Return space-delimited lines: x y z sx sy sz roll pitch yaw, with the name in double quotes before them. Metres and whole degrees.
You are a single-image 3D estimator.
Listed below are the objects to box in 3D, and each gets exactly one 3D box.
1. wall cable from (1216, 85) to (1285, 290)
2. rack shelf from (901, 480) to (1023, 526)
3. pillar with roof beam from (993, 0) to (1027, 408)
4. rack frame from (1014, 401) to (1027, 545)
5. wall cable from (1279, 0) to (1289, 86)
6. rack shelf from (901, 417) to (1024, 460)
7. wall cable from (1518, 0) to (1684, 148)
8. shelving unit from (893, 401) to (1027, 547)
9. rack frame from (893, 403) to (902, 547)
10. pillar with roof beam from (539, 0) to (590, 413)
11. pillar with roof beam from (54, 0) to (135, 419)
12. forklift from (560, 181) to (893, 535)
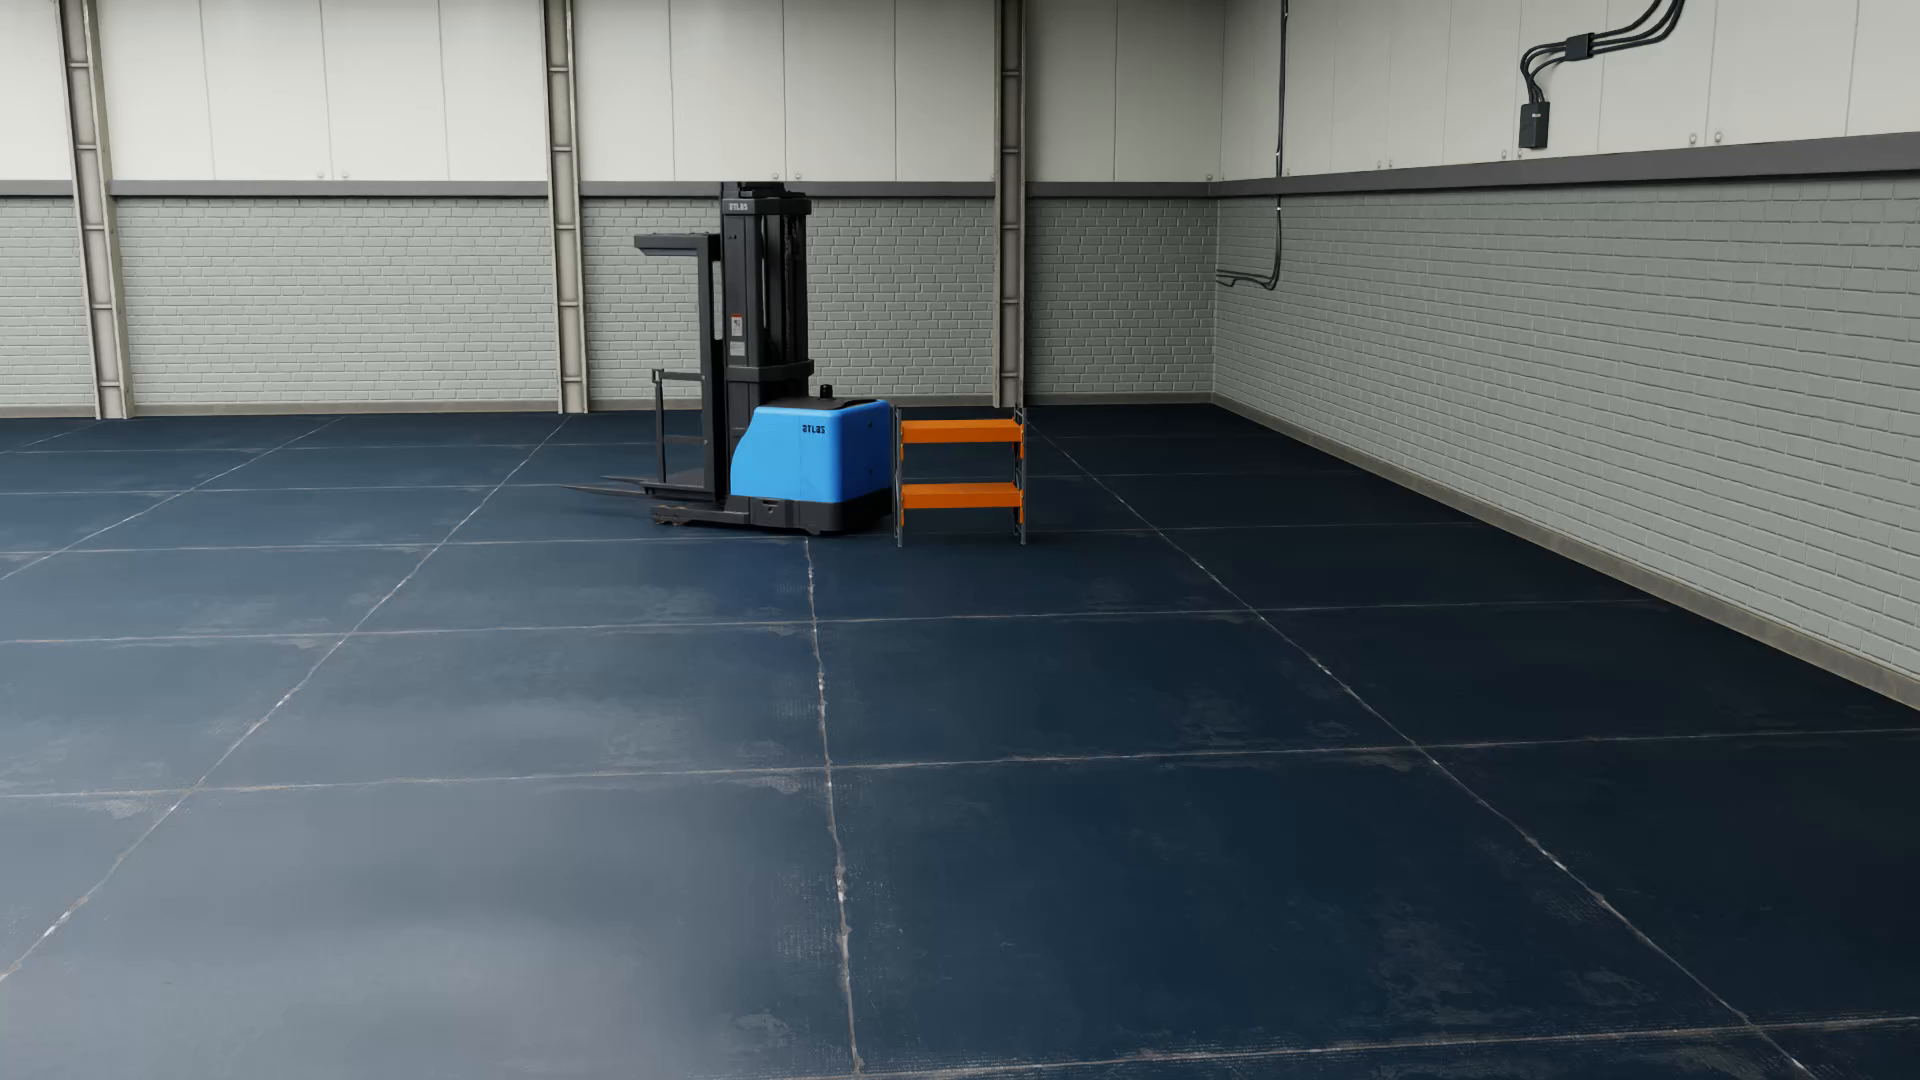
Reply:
"wall cable" 3.751 -4.581 21.894 0.112 2.526 3.097 -1 11 -6
"rack shelf" -0.007 -0.312 13.806 1.000 0.278 0.538 -1 11 -6
"pillar with roof beam" 1.144 -5.472 18.372 0.400 9.000 9.100 -1 11 -6
"rack frame" 0.499 -0.562 13.813 0.032 1.125 0.500 -1 11 -6
"wall cable" 4.043 -6.541 18.767 0.112 2.526 3.097 -1 11 -6
"rack shelf" -0.007 -0.839 13.702 1.000 0.278 0.538 -1 11 -6
"wall cable" 4.760 -5.953 12.004 0.169 6.003 2.305 -1 11 -6
"shelving unit" -0.007 -0.552 13.759 1.048 1.125 0.538 -1 11 -6
"rack frame" -0.512 -0.541 13.705 0.032 1.125 0.500 -1 11 -6
"pillar with roof beam" -4.821 -5.347 17.737 0.400 9.000 9.100 -1 11 -6
"pillar with roof beam" -10.786 -5.222 17.101 0.400 9.000 9.100 -1 11 -6
"forklift" -2.155 -1.648 14.653 3.031 2.935 1.130 5 12 25
